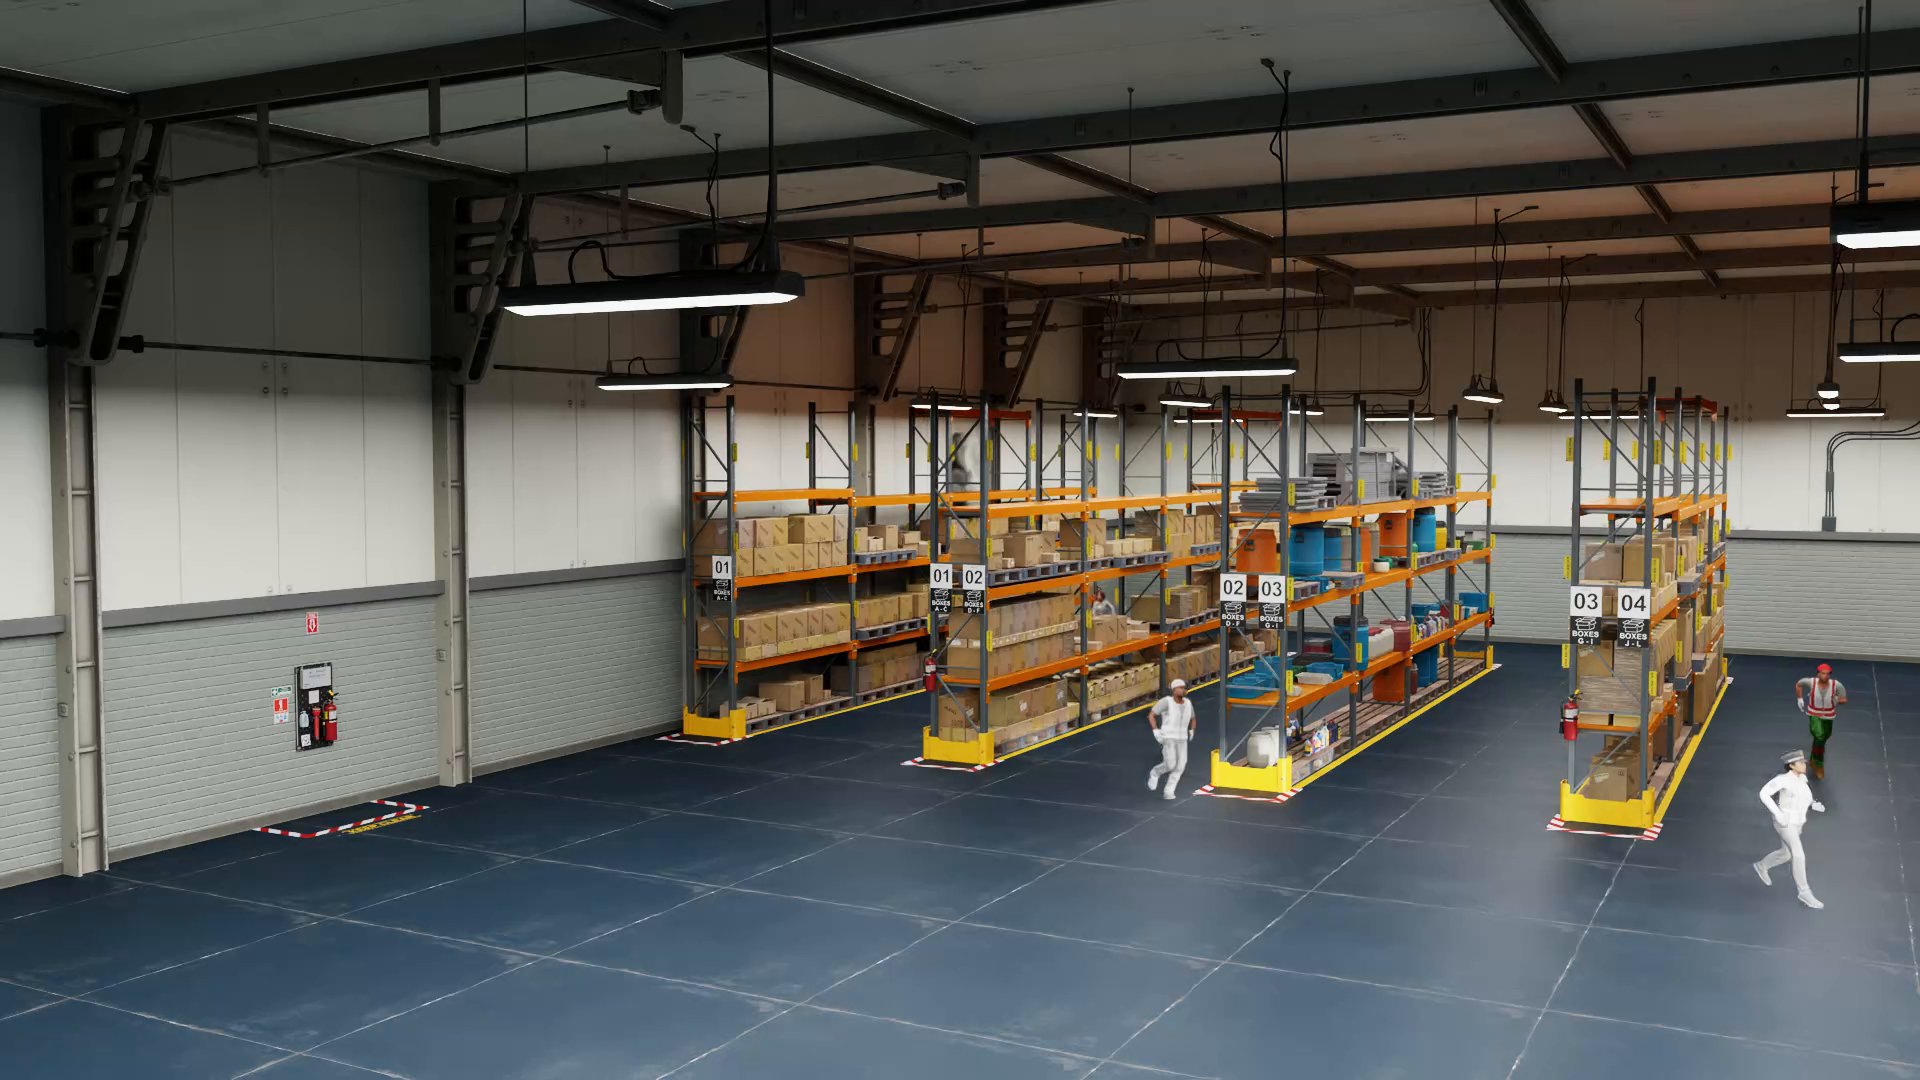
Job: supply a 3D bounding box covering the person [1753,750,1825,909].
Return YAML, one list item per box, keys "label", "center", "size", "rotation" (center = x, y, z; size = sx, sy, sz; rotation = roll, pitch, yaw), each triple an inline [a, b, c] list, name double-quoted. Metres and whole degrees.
- label: "person"
  center: [9.245, 3.176, 18.589]
  size: [0.630, 1.712, 0.910]
  rotation: [-2, 3, -30]

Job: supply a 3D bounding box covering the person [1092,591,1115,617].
- label: "person"
  center: [3.326, 1.989, 39.148]
  size: [0.511, 1.583, 0.632]
  rotation: [2, 3, 29]

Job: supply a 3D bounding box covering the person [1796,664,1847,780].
- label: "person"
  center: [13.324, 2.774, 25.753]
  size: [0.649, 1.783, 0.972]
  rotation: [1, 3, 12]

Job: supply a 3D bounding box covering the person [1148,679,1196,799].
- label: "person"
  center: [3.115, 2.873, 24.159]
  size: [0.738, 1.716, 0.568]
  rotation: [-2, 3, -28]
